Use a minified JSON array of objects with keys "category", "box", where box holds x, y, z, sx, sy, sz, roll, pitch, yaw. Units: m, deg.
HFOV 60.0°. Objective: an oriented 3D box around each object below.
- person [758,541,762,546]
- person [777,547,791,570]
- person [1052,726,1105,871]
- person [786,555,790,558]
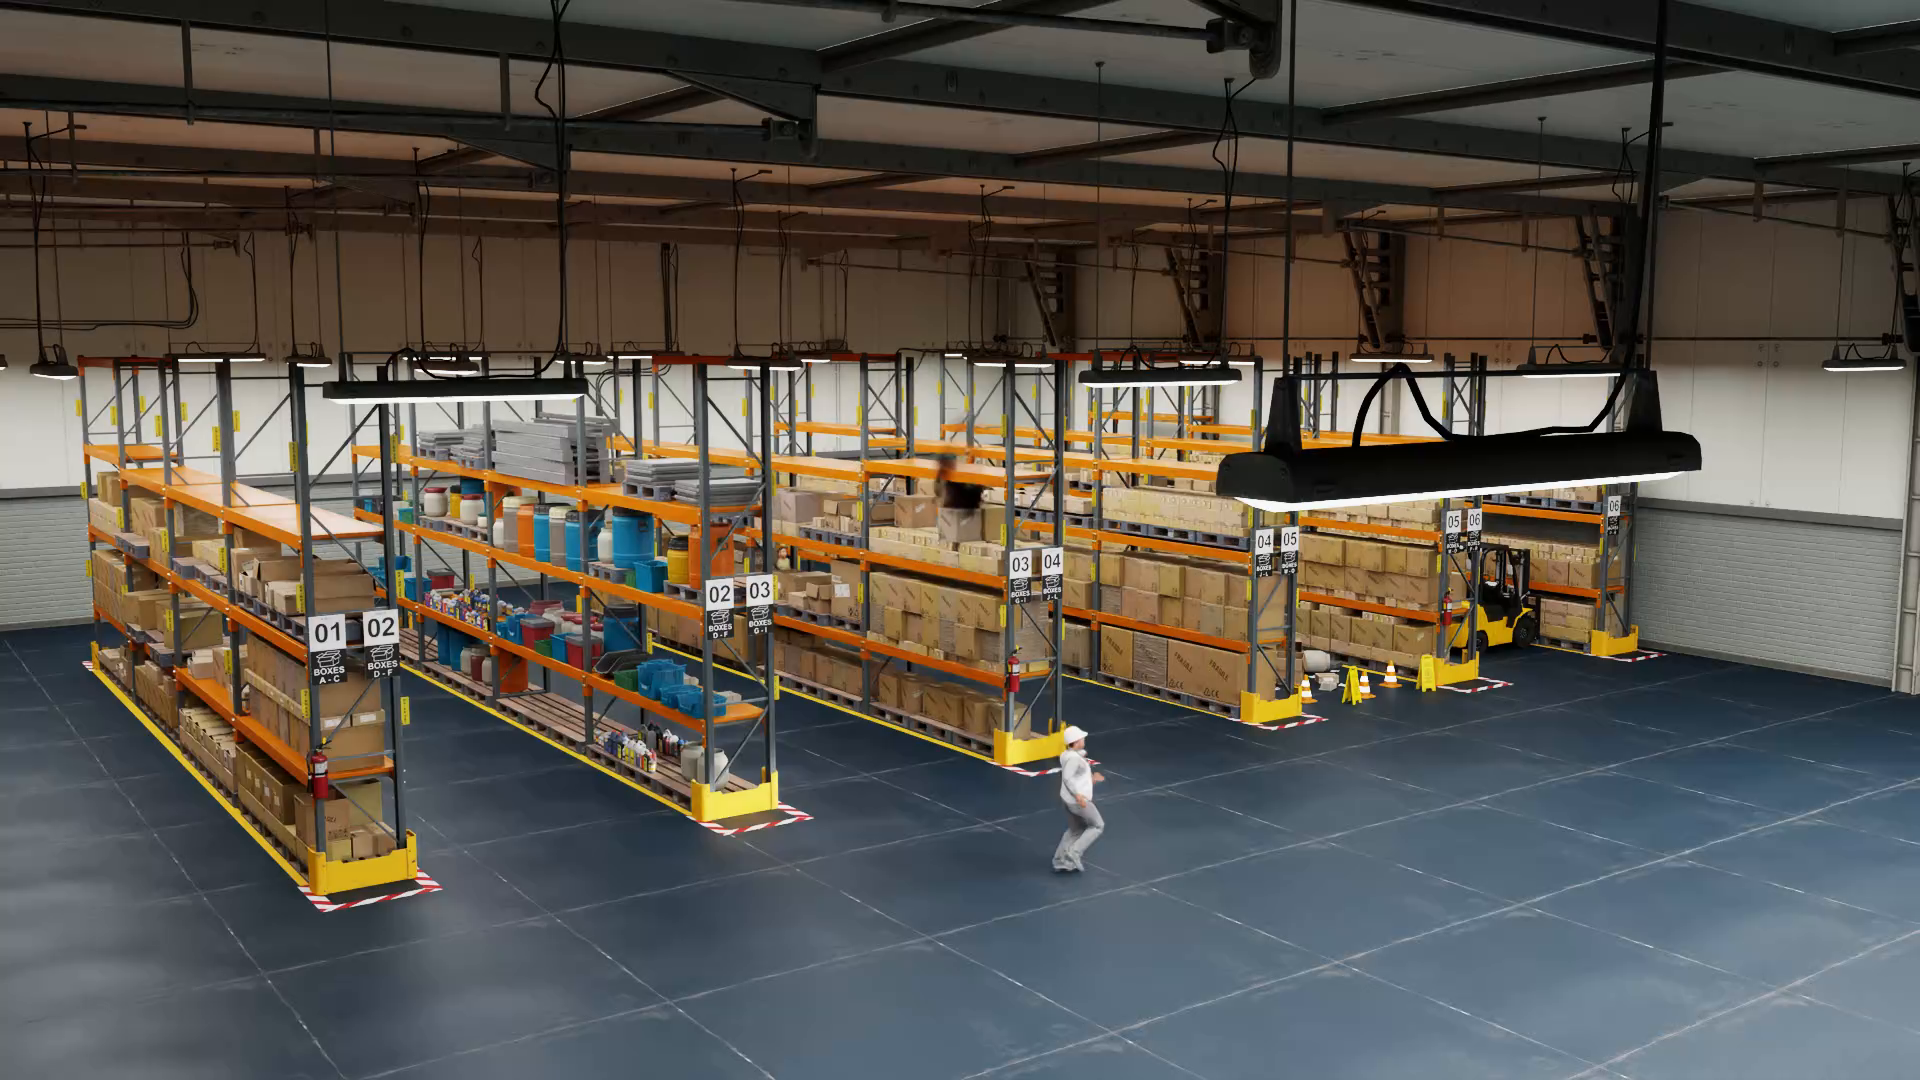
[{"category":"person","box":[-4.575,0.847,38.457,0.638,1.691,0.708,-4,8,-27]},{"category":"person","box":[-3.941,0.996,37.294,0.546,1.665,0.685,-3,8,-27]},{"category":"person","box":[1.423,3.067,19.739,0.651,1.736,0.639,-2,7,-14]},{"category":"person","box":[-4.341,0.476,41.714,0.546,1.601,0.650,-6,9,-42]}]
